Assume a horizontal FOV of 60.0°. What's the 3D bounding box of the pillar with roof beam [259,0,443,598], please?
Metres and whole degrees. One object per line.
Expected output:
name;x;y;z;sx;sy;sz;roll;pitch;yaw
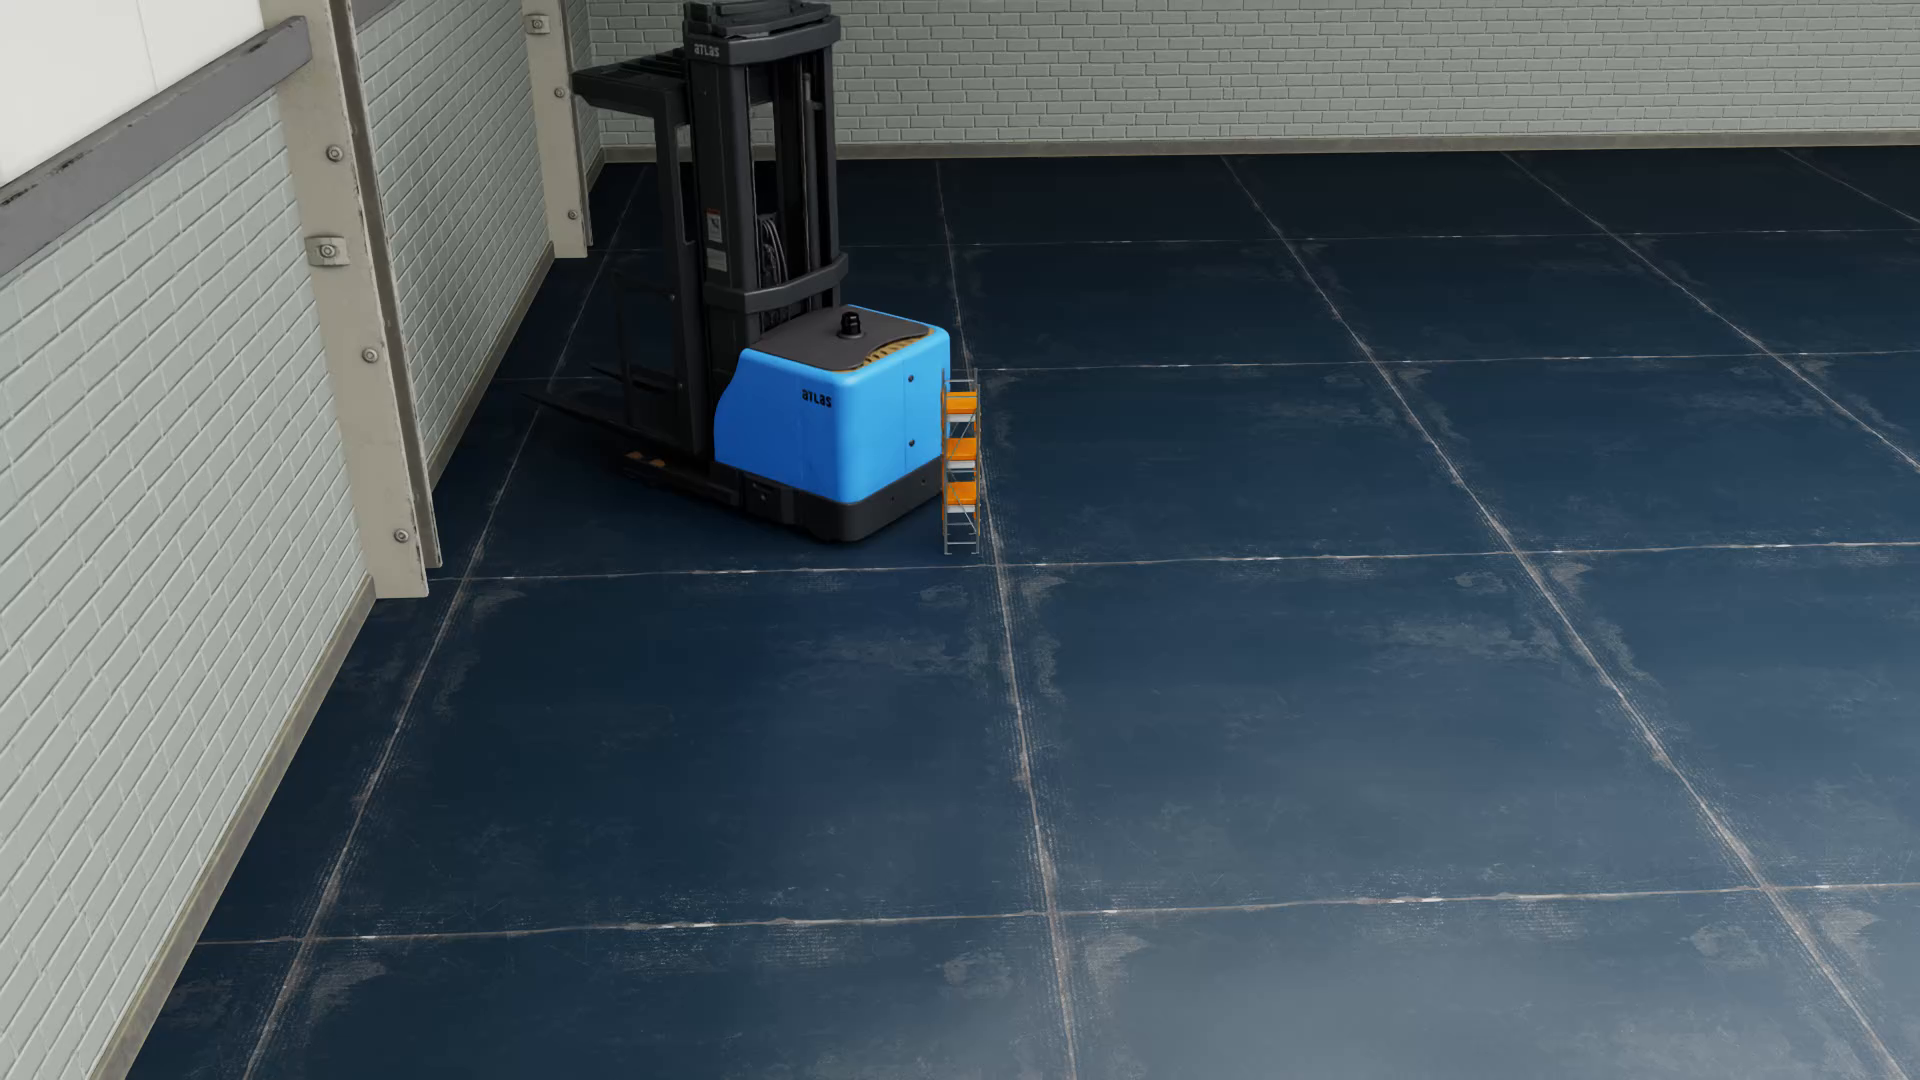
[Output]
pillar with roof beam;1.201;-3.868;7.436;9.100;9.000;0.400;-1;28;-3

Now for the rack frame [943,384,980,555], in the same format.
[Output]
rack frame;0.009;-0.384;9.352;0.200;1.050;0.008;-1;28;-3

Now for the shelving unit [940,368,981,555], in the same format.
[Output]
shelving unit;0.003;-0.441;9.460;0.215;1.050;0.252;-1;28;-3

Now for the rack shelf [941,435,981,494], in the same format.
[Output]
rack shelf;0.003;-0.431;9.465;0.215;0.259;0.240;-1;28;-3

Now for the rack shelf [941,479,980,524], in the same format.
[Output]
rack shelf;0.003;-0.185;9.593;0.215;0.259;0.240;-1;28;-3

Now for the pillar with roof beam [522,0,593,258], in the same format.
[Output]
pillar with roof beam;0.887;-6.639;12.748;9.100;9.000;0.400;-1;28;-3

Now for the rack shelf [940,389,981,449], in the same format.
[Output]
rack shelf;0.003;-0.683;9.334;0.215;0.259;0.240;-1;28;-3

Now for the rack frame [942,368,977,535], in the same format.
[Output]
rack frame;-0.004;-0.497;9.568;0.200;1.050;0.008;-1;28;-3

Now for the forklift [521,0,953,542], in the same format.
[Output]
forklift;-1.537;-1.814;10.059;3.031;2.935;1.130;19;33;31
